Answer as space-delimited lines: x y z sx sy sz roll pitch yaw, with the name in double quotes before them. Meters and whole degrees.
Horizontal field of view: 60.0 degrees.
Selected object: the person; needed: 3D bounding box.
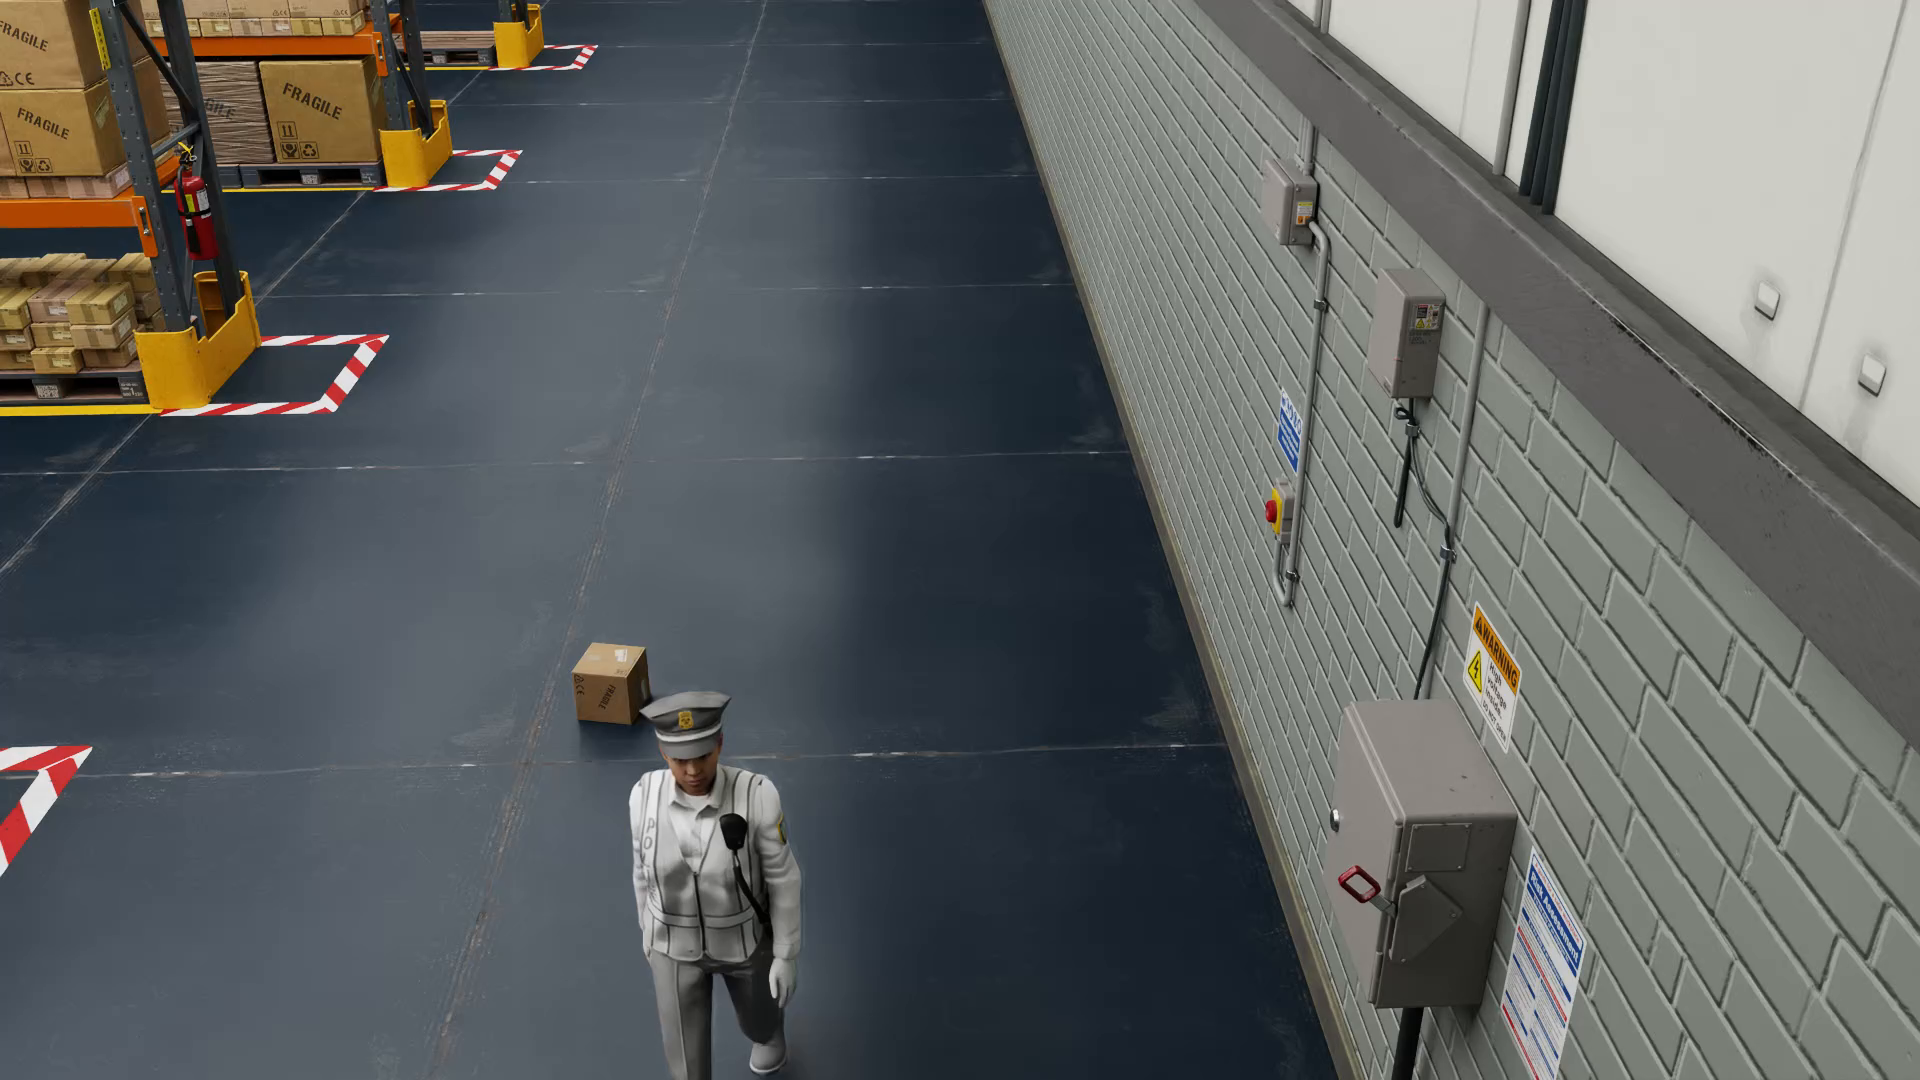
"person" -0.693 1.129 4.811 0.492 1.653 0.878 -1 28 -2
